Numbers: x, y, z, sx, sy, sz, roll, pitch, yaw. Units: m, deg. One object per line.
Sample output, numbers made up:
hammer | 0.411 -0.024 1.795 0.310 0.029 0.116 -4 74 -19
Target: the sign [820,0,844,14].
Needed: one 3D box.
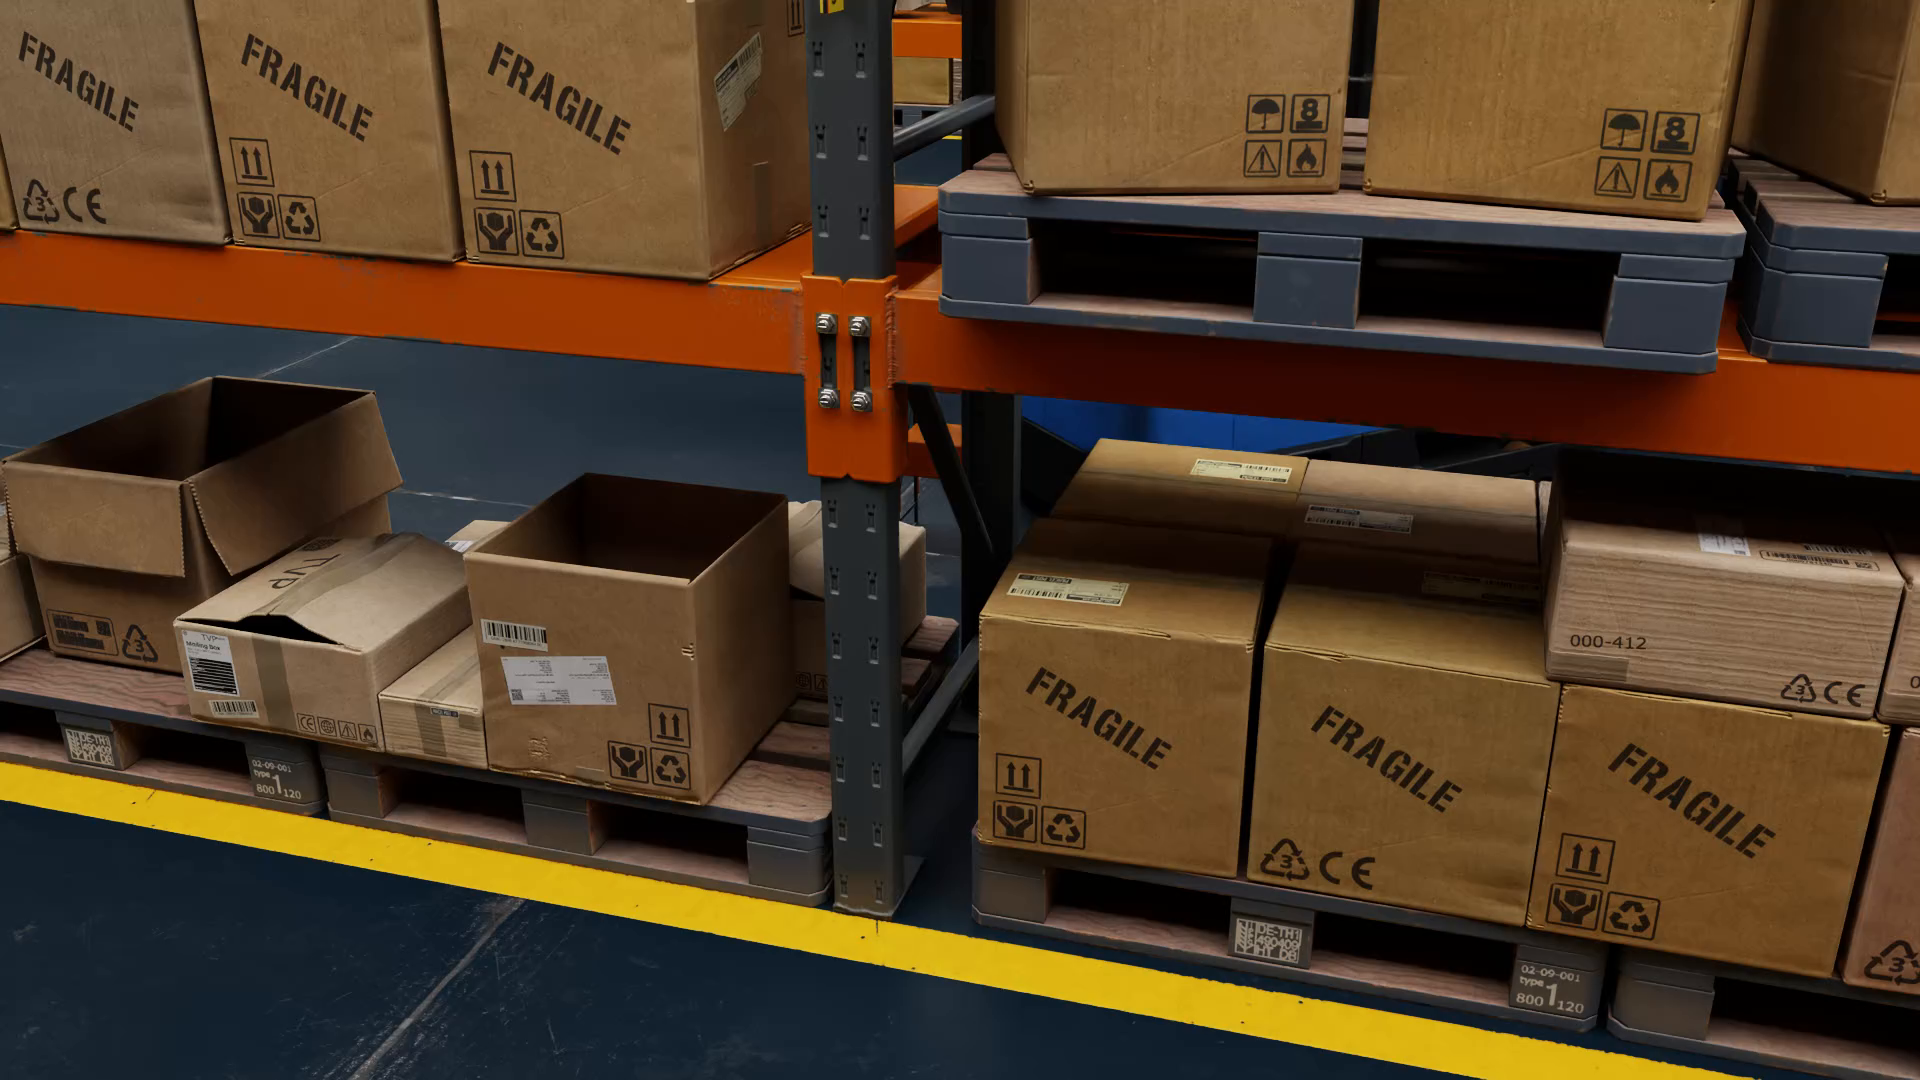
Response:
sign | -0.205 -1.002 2.620 0.005 0.325 0.100 7 23 16

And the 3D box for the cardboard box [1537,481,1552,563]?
cardboard box | 1.451 0.216 3.506 0.500 0.500 0.500 7 23 16

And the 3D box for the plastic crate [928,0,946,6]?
plastic crate | -0.030 -2.806 8.236 0.530 0.282 0.437 7 23 16

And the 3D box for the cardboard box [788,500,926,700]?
cardboard box | -0.395 0.116 3.998 0.500 0.311 0.500 7 23 16

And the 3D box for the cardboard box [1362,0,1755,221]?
cardboard box | 1.010 -0.855 2.716 0.500 0.500 0.700 10 25 24

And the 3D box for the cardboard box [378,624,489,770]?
cardboard box | -1.059 0.337 3.673 0.250 0.149 0.380 7 23 16

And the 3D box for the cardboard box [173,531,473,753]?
cardboard box | -1.401 0.199 3.795 0.500 0.311 0.500 7 23 16

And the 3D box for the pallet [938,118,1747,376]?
pallet | 0.678 -0.584 2.993 1.213 0.211 1.003 7 23 16

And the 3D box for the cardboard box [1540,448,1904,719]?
cardboard box | 1.295 0.057 2.903 0.500 0.250 0.500 7 23 16

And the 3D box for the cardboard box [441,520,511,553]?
cardboard box | -1.226 0.092 4.247 0.250 0.166 0.380 7 23 16

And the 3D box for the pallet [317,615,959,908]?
pallet | -0.713 0.415 3.981 1.213 0.211 1.003 7 23 16

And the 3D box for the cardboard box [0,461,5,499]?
cardboard box | -2.392 -0.084 4.567 0.500 0.250 0.500 7 23 16

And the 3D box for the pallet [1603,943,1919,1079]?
pallet | 1.906 0.699 3.288 1.213 0.211 1.003 7 23 16

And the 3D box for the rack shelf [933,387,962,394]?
rack shelf | -0.051 -0.482 5.089 0.240 0.259 0.215 7 23 15

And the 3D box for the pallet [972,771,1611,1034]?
pallet | 0.734 0.566 3.612 1.213 0.211 1.003 7 23 16

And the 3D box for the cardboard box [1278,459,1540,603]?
cardboard box | 0.971 0.160 3.640 0.500 0.500 0.500 7 23 16

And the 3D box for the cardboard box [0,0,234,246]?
cardboard box | -1.595 -0.919 3.426 0.500 0.500 0.500 7 23 17

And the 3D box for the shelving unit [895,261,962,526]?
shelving unit | -0.051 -0.492 5.085 0.252 1.050 0.215 7 23 15

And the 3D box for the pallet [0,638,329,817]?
pallet | -1.884 0.282 4.305 1.213 0.211 1.003 7 23 16

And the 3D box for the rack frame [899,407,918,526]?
rack frame | -0.168 -0.505 5.118 0.008 1.050 0.200 7 23 15

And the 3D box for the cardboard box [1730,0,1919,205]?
cardboard box | 1.654 -0.869 2.751 0.500 0.500 0.700 1 22 2

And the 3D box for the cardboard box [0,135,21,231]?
cardboard box | -2.083 -0.974 3.560 0.500 0.500 0.500 7 23 16

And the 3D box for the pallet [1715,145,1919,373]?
pallet | 1.911 -0.484 2.750 1.213 0.211 1.003 7 23 16

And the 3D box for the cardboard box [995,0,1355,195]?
cardboard box | 0.333 -0.907 2.844 0.500 0.500 0.700 -1 22 -3

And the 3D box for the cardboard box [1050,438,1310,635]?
cardboard box | 0.500 0.103 3.780 0.500 0.500 0.500 6 23 15

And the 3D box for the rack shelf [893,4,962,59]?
rack shelf | -0.536 -2.485 8.325 4.000 0.370 1.077 7 23 16

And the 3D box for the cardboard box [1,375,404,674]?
cardboard box | -1.856 -0.052 4.155 0.637 0.503 0.797 7 23 16

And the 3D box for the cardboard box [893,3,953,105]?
cardboard box | -0.384 -4.007 13.333 0.875 0.875 0.875 7 23 16

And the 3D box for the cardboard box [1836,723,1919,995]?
cardboard box | 1.811 0.462 2.904 0.500 0.500 0.500 6 23 14

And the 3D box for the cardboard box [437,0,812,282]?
cardboard box | -0.608 -0.808 3.154 0.500 0.500 0.500 7 23 16

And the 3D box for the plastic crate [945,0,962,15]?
plastic crate | 0.230 -2.525 7.756 0.590 0.125 0.437 7 23 16

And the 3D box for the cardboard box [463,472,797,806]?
cardboard box | -0.683 0.194 3.559 0.500 0.500 0.500 7 23 16

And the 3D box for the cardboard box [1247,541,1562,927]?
cardboard box | 0.851 0.349 3.180 0.500 0.500 0.500 7 23 16

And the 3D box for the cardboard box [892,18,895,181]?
cardboard box | -0.465 -1.001 3.626 0.500 0.500 0.500 7 23 17

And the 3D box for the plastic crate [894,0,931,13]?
plastic crate | -0.375 -2.586 7.891 0.466 0.136 0.293 7 23 16

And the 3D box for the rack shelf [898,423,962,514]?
rack shelf | -0.051 -0.225 5.195 0.240 0.259 0.215 7 23 15

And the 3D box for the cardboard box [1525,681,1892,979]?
cardboard box | 1.327 0.407 3.040 0.500 0.500 0.500 7 23 16

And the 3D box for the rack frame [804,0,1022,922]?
rack frame | -0.055 -0.800 3.267 0.127 3.000 1.000 7 23 16

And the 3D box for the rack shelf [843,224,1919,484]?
rack shelf | 1.859 -0.248 2.869 4.000 0.370 1.077 7 23 16

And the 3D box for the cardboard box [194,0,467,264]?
cardboard box | -1.102 -0.864 3.291 0.500 0.500 0.500 7 23 17

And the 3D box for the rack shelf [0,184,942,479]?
rack shelf | -1.970 -0.686 3.938 4.000 0.370 1.077 7 23 16

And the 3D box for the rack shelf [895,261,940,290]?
rack shelf | -0.051 -0.744 4.981 0.240 0.259 0.215 7 23 15

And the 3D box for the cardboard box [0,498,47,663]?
cardboard box | -2.489 0.103 4.111 0.500 0.250 0.500 7 23 16

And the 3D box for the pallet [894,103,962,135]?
pallet | -0.232 -3.488 13.494 1.213 0.211 1.003 7 23 16

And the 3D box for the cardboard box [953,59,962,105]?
cardboard box | 0.487 -3.907 13.090 0.875 0.875 0.875 7 23 16

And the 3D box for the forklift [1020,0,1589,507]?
forklift | 1.599 -1.690 5.527 3.031 2.935 1.130 -11 25 -26

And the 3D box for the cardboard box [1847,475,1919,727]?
cardboard box | 1.775 0.112 2.770 0.500 0.250 0.500 6 23 14

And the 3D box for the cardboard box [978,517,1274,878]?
cardboard box | 0.337 0.295 3.313 0.500 0.500 0.500 5 23 13
